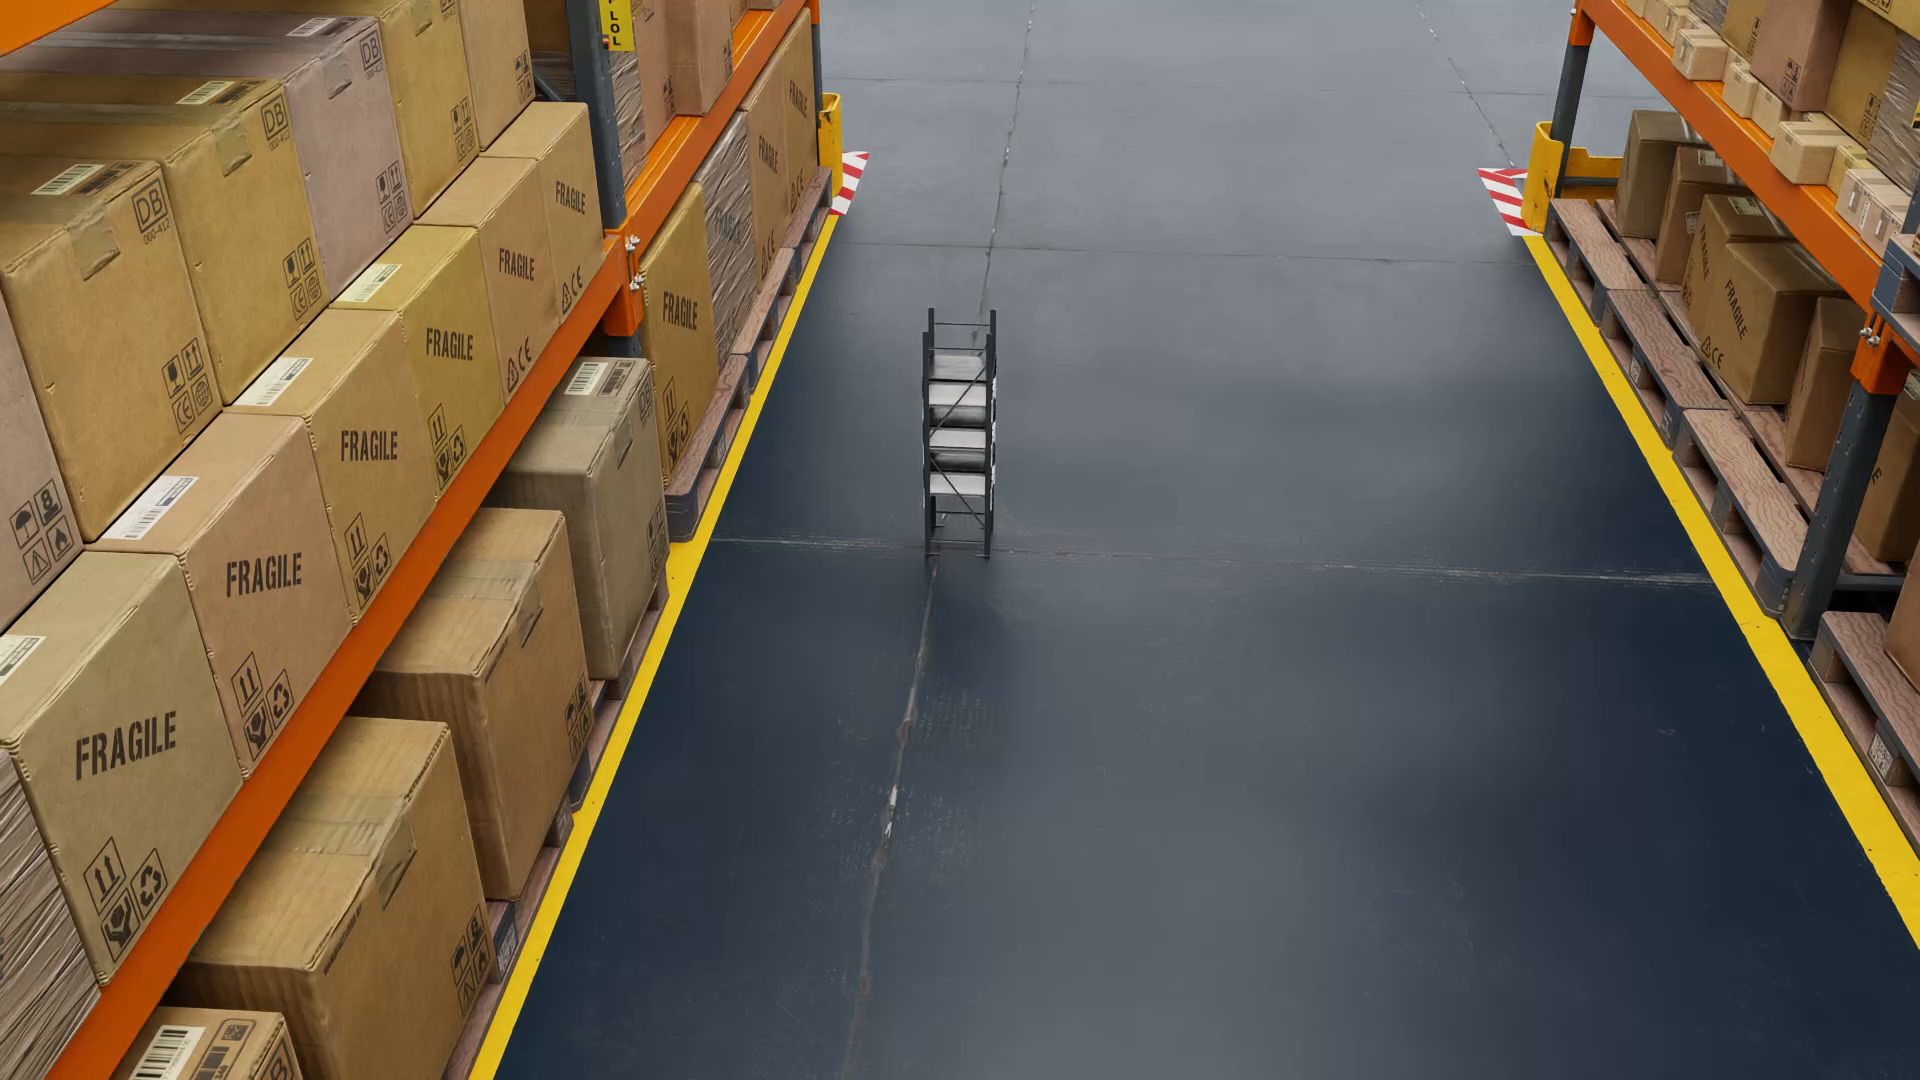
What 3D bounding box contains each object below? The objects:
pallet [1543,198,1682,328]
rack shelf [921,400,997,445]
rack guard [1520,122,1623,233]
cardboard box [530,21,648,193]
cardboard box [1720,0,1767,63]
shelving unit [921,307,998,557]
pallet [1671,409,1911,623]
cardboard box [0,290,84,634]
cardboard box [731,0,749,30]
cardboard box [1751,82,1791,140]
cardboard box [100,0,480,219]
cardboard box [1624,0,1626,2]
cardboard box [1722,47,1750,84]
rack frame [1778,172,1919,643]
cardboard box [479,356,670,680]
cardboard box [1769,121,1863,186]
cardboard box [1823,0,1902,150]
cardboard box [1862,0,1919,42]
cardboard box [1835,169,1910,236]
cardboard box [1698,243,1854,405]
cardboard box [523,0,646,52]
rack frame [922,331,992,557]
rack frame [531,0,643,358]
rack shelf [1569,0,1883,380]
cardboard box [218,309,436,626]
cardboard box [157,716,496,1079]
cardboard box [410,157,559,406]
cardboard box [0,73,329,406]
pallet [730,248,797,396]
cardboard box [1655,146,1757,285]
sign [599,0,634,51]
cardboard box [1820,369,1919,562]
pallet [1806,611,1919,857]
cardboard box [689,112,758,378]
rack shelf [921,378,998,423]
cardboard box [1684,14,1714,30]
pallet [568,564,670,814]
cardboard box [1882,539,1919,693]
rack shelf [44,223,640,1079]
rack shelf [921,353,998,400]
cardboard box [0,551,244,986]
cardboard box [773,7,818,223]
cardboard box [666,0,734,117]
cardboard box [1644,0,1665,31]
[{"bbox_3d":[3.560,-1.381,8.289,1.003,0.211,1.213,2,32,4],"label":"pallet"},{"bbox_3d":[-0.001,-0.427,5.977,0.258,0.077,0.200,2,32,4],"label":"rack shelf"},{"bbox_3d":[3.661,-1.927,8.901,1.175,0.500,0.348,2,32,4],"label":"rack guard"},{"bbox_3d":[-1.575,-1.461,5.619,0.875,0.550,0.550,2,32,4],"label":"cardboard box"},{"bbox_3d":[3.538,-2.127,6.463,0.875,0.500,0.500,2,32,4],"label":"cardboard box"},{"bbox_3d":[-0.001,-0.379,6.007,0.258,0.900,0.210,2,32,4],"label":"shelving unit"},{"bbox_3d":[3.361,-0.105,6.219,1.003,0.211,1.213,2,32,4],"label":"pallet"},{"bbox_3d":[-1.833,-0.080,2.472,0.700,0.500,0.500,2,32,3],"label":"cardboard box"},{"bbox_3d":[-1.447,-2.588,7.447,0.875,0.550,0.550,2,32,4],"label":"cardboard box"},{"bbox_3d":[3.218,-1.609,6.241,0.380,0.149,0.250,2,32,4],"label":"cardboard box"},{"bbox_3d":[-1.668,-1.143,4.198,0.700,0.500,0.500,2,32,3],"label":"cardboard box"},{"bbox_3d":[3.367,-2.655,7.939,0.380,0.149,0.250,2,32,4],"label":"cardboard box"},{"bbox_3d":[3.300,-1.869,6.662,0.380,0.149,0.250,2,32,4],"label":"cardboard box"},{"bbox_3d":[3.342,-0.939,4.915,1.000,3.000,0.127,2,32,4],"label":"rack frame"},{"bbox_3d":[-1.554,-0.097,5.292,1.050,0.750,0.750,2,32,4],"label":"cardboard box"},{"bbox_3d":[3.086,-1.351,5.823,0.380,0.149,0.250,2,32,4],"label":"cardboard box"},{"bbox_3d":[3.516,-1.601,5.610,0.875,0.500,0.500,2,32,4],"label":"cardboard box"},{"bbox_3d":[3.104,-1.781,4.950,0.500,0.500,0.500,2,32,4],"label":"cardboard box"},{"bbox_3d":[3.096,-1.088,5.395,0.380,0.149,0.250,2,32,4],"label":"cardboard box"},{"bbox_3d":[3.426,-0.889,6.816,0.500,0.500,0.500,0,32,0],"label":"cardboard box"},{"bbox_3d":[-1.529,-1.919,5.333,0.875,0.550,0.550,2,32,4],"label":"cardboard box"},{"bbox_3d":[-0.009,-0.326,5.921,0.240,0.900,0.006,2,32,4],"label":"rack frame"},{"bbox_3d":[-1.593,-1.204,5.345,1.000,3.000,0.127,2,32,4],"label":"rack frame"},{"bbox_3d":[3.505,-1.679,6.801,1.077,0.370,4.000,2,32,4],"label":"rack shelf"},{"bbox_3d":[-1.491,-0.168,3.569,0.500,0.500,0.500,2,32,3],"label":"cardboard box"},{"bbox_3d":[-1.712,0.895,3.683,1.050,0.750,0.750,3,32,5],"label":"cardboard box"},{"bbox_3d":[-1.411,-0.698,4.429,0.500,0.500,0.500,2,32,3],"label":"cardboard box"},{"bbox_3d":[-1.752,-0.615,3.341,0.700,0.500,0.500,2,32,3],"label":"cardboard box"},{"bbox_3d":[-1.357,-1.051,7.754,1.003,0.211,1.213,2,32,4],"label":"pallet"},{"bbox_3d":[3.586,-1.506,7.817,0.500,0.500,0.500,11,33,17],"label":"cardboard box"},{"bbox_3d":[-1.052,-1.645,5.032,0.100,0.325,0.005,2,32,4],"label":"sign"},{"bbox_3d":[3.414,-0.261,5.797,0.500,0.500,0.500,2,32,2],"label":"cardboard box"},{"bbox_3d":[3.280,0.655,4.986,1.003,0.211,1.213,2,32,4],"label":"pallet"},{"bbox_3d":[-1.403,-1.276,7.086,0.875,0.875,0.875,3,32,4],"label":"cardboard box"},{"bbox_3d":[-0.001,-0.504,5.930,0.258,0.077,0.200,2,32,4],"label":"rack shelf"},{"bbox_3d":[3.312,-2.131,7.089,0.380,0.149,0.250,2,32,4],"label":"cardboard box"},{"bbox_3d":[-1.581,0.390,5.416,1.003,0.211,1.213,2,32,4],"label":"pallet"},{"bbox_3d":[3.270,0.258,4.936,0.700,0.500,0.500,0,32,0],"label":"cardboard box"},{"bbox_3d":[-1.756,0.148,3.837,1.077,0.370,4.000,2,32,4],"label":"rack shelf"},{"bbox_3d":[-0.001,-0.580,5.883,0.258,0.077,0.200,2,32,4],"label":"rack shelf"},{"bbox_3d":[-1.575,0.356,2.718,0.500,0.500,0.500,2,32,4],"label":"cardboard box"},{"bbox_3d":[-1.257,-2.213,8.606,0.875,0.875,0.875,3,32,4],"label":"cardboard box"},{"bbox_3d":[-1.392,-2.027,6.538,0.875,0.550,0.550,2,32,4],"label":"cardboard box"},{"bbox_3d":[3.332,-2.394,7.514,0.380,0.149,0.250,2,32,4],"label":"cardboard box"}]
